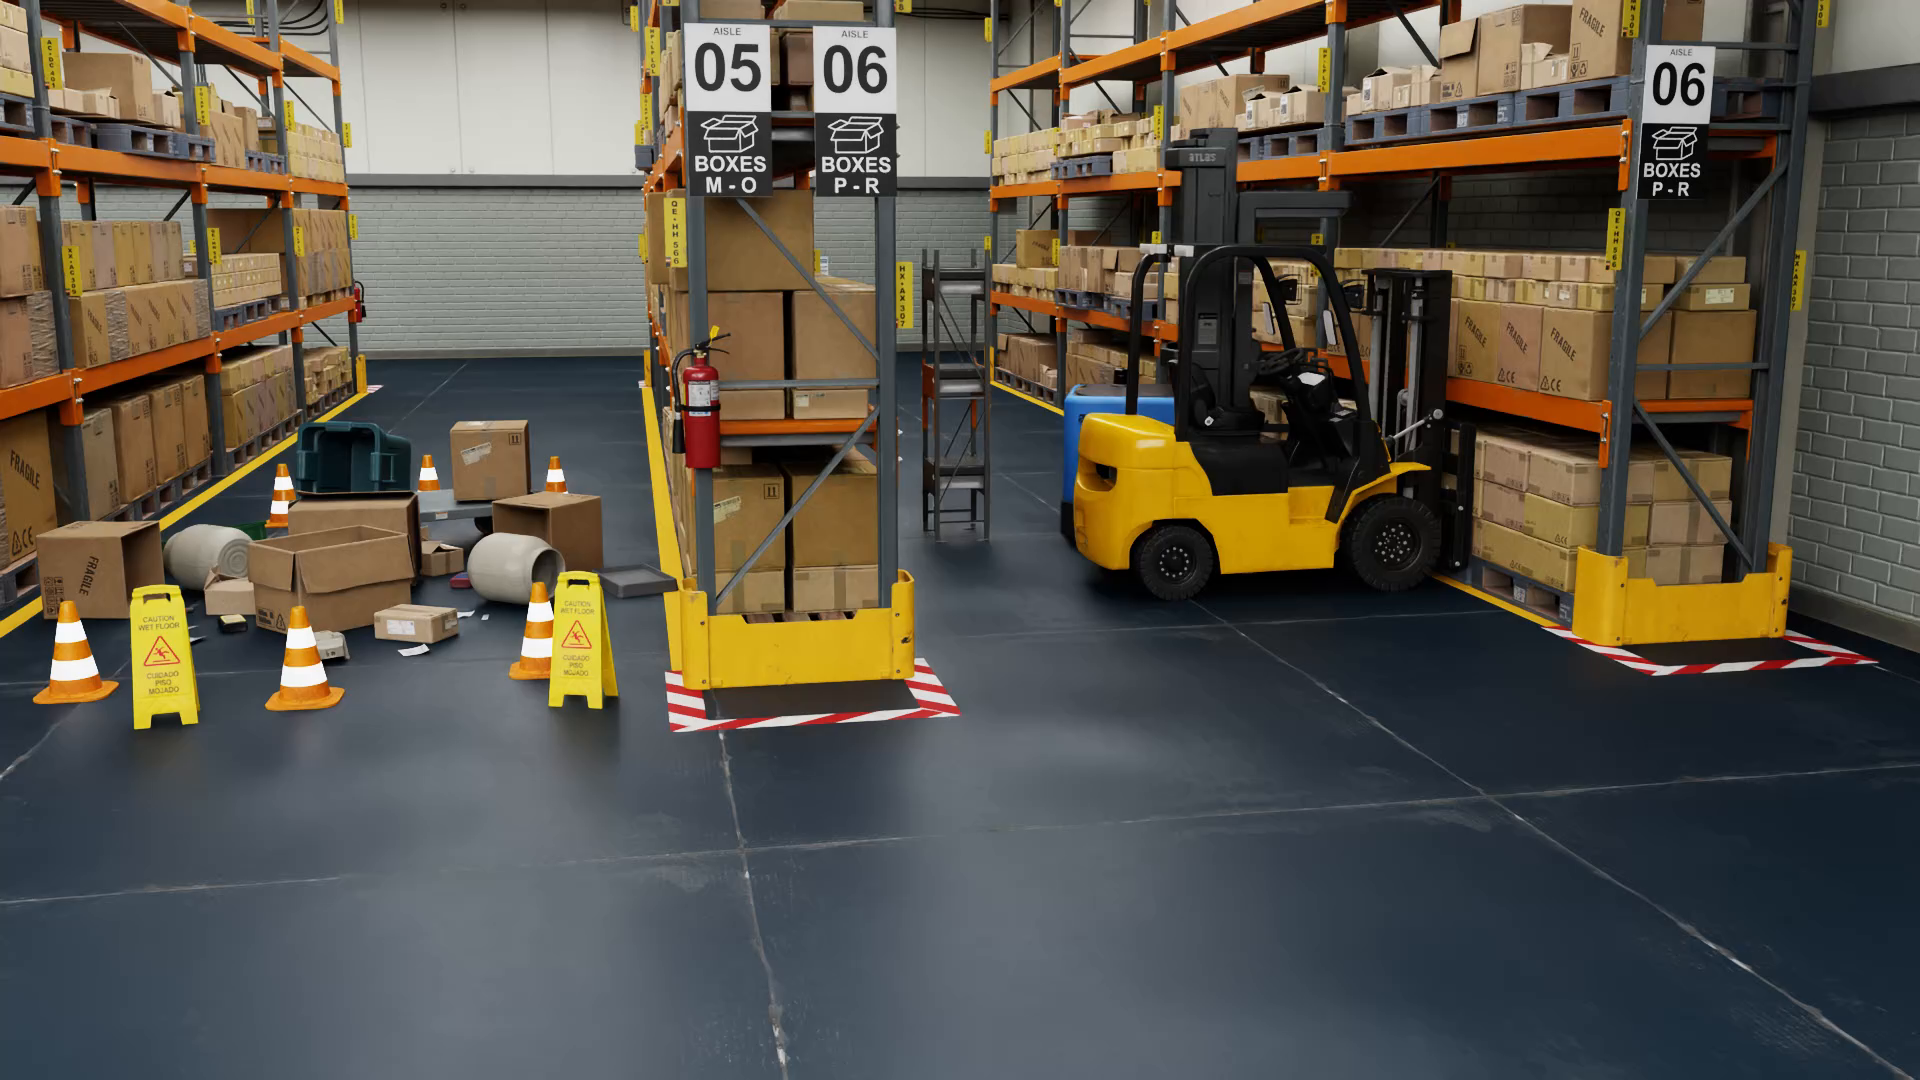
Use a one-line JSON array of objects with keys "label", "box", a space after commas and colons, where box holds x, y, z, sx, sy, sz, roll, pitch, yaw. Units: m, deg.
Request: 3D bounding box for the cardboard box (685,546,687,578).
[{"label": "cardboard box", "box": [-1.329, 0.146, 9.636, 0.500, 0.250, 0.500, -2, 11, -11]}]

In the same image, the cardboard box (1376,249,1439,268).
[{"label": "cardboard box", "box": [3.244, -2.033, 12.056, 0.380, 0.149, 0.250, -2, 11, -12]}]

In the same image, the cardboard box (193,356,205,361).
[{"label": "cardboard box", "box": [-7.789, -1.682, 16.566, 0.500, 0.250, 0.500, -2, 11, -10]}]

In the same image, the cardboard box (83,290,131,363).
[{"label": "cardboard box", "box": [-6.366, -1.547, 12.036, 0.500, 0.500, 0.500, -2, 11, -11]}]

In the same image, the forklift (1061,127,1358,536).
[{"label": "forklift", "box": [2.292, -1.460, 12.029, 3.031, 2.935, 1.130, 1, 11, 8]}]

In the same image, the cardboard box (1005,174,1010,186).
[{"label": "cardboard box", "box": [0.833, -5.019, 23.193, 0.380, 0.149, 0.250, -2, 11, -10]}]

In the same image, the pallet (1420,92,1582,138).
[{"label": "pallet", "box": [3.701, -2.730, 10.734, 1.003, 0.211, 1.213, -2, 11, -11]}]

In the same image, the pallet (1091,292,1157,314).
[{"label": "pallet", "box": [2.115, -2.675, 18.741, 1.003, 0.211, 1.213, -2, 11, -11]}]

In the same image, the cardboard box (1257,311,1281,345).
[{"label": "cardboard box", "box": [2.818, -1.780, 13.929, 0.500, 0.250, 0.500, -2, 11, -11]}]

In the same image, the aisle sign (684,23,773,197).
[{"label": "aisle sign", "box": [-1.087, -2.019, 7.831, 0.394, 0.787, 0.004, -2, 11, -11]}]

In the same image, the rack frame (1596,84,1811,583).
[{"label": "rack frame", "box": [4.054, -0.945, 9.141, 1.000, 3.000, 0.127, -2, 11, -11]}]

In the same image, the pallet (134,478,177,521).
[{"label": "pallet", "box": [-6.893, -0.292, 13.169, 1.003, 0.211, 1.213, -2, 11, -11]}]

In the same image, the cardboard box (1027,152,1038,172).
[{"label": "cardboard box", "box": [1.180, -4.961, 21.822, 0.500, 0.250, 0.500, -2, 11, -10]}]

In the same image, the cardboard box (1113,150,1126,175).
[{"label": "cardboard box", "box": [1.964, -4.082, 17.998, 0.500, 0.250, 0.500, -2, 11, -11]}]

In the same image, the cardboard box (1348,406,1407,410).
[{"label": "cardboard box", "box": [3.151, -0.832, 12.099, 0.500, 0.250, 0.500, -2, 11, -11]}]

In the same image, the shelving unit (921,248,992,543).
[{"label": "shelving unit", "box": [-0.032, -1.062, 12.160, 0.431, 2.100, 0.503, -2, 11, -11]}]

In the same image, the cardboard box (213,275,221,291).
[{"label": "cardboard box", "box": [-7.158, -2.408, 15.577, 0.380, 0.149, 0.250, -2, 11, -8]}]

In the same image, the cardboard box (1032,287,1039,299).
[{"label": "cardboard box", "box": [1.162, -3.261, 21.978, 0.380, 0.149, 0.250, -2, 11, -12]}]

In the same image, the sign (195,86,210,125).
[{"label": "sign", "box": [-6.660, -3.818, 14.617, 0.100, 0.325, 0.005, -2, 11, -11]}]

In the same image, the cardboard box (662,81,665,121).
[{"label": "cardboard box", "box": [-1.666, -2.859, 10.778, 0.500, 0.250, 0.500, -2, 11, -11]}]

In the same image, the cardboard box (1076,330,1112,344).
[{"label": "cardboard box", "box": [1.626, -2.468, 20.173, 0.380, 0.149, 0.250, -3, 11, -14]}]

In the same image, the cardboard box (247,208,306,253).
[{"label": "cardboard box", "box": [-7.833, -3.545, 19.060, 0.500, 0.500, 0.500, -2, 11, -10]}]

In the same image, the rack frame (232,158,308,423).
[{"label": "rack frame", "box": [-7.984, -2.767, 18.710, 1.000, 3.000, 0.127, -2, 11, -11]}]

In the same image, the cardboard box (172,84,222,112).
[{"label": "cardboard box", "box": [-7.203, -4.156, 15.671, 0.396, 0.266, 0.258, -2, 11, -11]}]

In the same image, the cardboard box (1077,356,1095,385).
[{"label": "cardboard box", "box": [1.706, -1.930, 19.879, 0.500, 0.500, 0.500, -2, 11, -12]}]

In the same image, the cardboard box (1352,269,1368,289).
[{"label": "cardboard box", "box": [3.132, -1.931, 12.319, 0.380, 0.149, 0.250, -2, 11, -10]}]

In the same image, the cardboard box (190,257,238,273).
[{"label": "cardboard box", "box": [-7.310, -2.692, 16.277, 0.380, 0.149, 0.250, -2, 11, -8]}]

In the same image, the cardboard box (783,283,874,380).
[{"label": "cardboard box", "box": [-0.738, -1.151, 9.160, 0.500, 0.500, 0.500, -2, 11, -9]}]

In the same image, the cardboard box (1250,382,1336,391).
[{"label": "cardboard box", "box": [2.872, -1.095, 15.153, 0.875, 0.625, 0.625, -3, 11, -13]}]

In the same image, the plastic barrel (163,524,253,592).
[{"label": "plastic barrel", "box": [-4.703, 0.119, 10.442, 0.512, 0.421, 0.421, 6, 12, 28]}]

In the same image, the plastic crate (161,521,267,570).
[{"label": "plastic crate", "box": [-5.109, 0.038, 11.341, 0.450, 0.188, 0.662, -7, 8, 20]}]

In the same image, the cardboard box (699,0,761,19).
[{"label": "cardboard box", "box": [-1.170, -2.557, 8.127, 0.380, 0.149, 0.250, -2, 11, -10]}]

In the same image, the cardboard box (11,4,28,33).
[{"label": "cardboard box", "box": [-6.045, -3.241, 10.329, 0.380, 0.149, 0.250, -2, 11, -11]}]

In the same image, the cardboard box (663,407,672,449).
[{"label": "cardboard box", "box": [-2.270, -1.043, 15.558, 0.950, 0.372, 0.625, -3, 11, -15]}]

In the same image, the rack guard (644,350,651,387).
[{"label": "rack guard", "box": [-3.931, -2.475, 23.864, 1.175, 0.500, 0.348, -2, 11, -11]}]

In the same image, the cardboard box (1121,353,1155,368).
[{"label": "cardboard box", "box": [2.006, -1.986, 18.434, 0.380, 0.149, 0.250, -2, 11, -12]}]

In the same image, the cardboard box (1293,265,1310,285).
[{"label": "cardboard box", "box": [2.923, -2.148, 13.458, 0.380, 0.149, 0.250, -2, 11, -12]}]

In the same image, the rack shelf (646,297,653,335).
[{"label": "rack shelf", "box": [-3.537, -2.979, 21.747, 1.077, 0.370, 4.000, -2, 11, -11]}]

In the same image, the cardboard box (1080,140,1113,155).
[{"label": "cardboard box", "box": [1.589, -4.495, 19.051, 0.380, 0.149, 0.250, -2, 11, -12]}]

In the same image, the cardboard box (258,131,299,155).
[{"label": "cardboard box", "box": [-7.843, -4.509, 18.906, 0.500, 0.250, 0.500, -2, 11, -9]}]

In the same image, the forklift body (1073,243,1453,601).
[{"label": "forklift body", "box": [1.895, -0.810, 10.700, 2.313, 2.155, 1.214, -2, 11, -11]}]

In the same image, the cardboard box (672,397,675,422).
[{"label": "cardboard box", "box": [-1.777, -0.897, 11.379, 0.380, 0.149, 0.250, -2, 11, -10]}]

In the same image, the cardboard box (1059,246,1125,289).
[{"label": "cardboard box", "box": [1.594, -3.305, 20.147, 0.700, 0.500, 0.500, -2, 11, -10]}]

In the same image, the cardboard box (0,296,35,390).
[{"label": "cardboard box", "box": [-6.216, -1.206, 10.108, 0.875, 0.550, 0.550, -2, 11, -11]}]

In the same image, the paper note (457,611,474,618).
[{"label": "paper note", "box": [-2.969, 0.438, 9.846, 0.148, 0.019, 0.142, 2, 11, 9]}]

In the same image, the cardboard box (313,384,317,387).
[{"label": "cardboard box", "box": [-8.076, -1.836, 20.323, 0.380, 0.149, 0.250, -3, 11, -13]}]

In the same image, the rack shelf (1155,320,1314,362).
[{"label": "rack shelf", "box": [2.887, -1.692, 14.990, 1.077, 0.370, 4.000, -2, 11, -11]}]

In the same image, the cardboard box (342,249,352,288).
[{"label": "cardboard box", "box": [-8.422, -3.622, 22.143, 0.500, 0.500, 0.500, -2, 11, -10]}]

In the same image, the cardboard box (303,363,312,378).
[{"label": "cardboard box", "box": [-7.844, -1.988, 19.530, 0.380, 0.149, 0.250, -2, 11, -8]}]

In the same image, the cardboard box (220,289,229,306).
[{"label": "cardboard box", "box": [-7.200, -2.304, 15.828, 0.380, 0.149, 0.250, -2, 11, -8]}]

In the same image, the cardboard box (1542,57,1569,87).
[{"label": "cardboard box", "box": [3.595, -2.692, 9.576, 0.380, 0.149, 0.250, -2, 11, -13]}]

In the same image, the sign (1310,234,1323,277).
[{"label": "sign", "box": [2.745, -2.187, 12.782, 0.100, 0.325, 0.005, -2, 11, -11]}]
